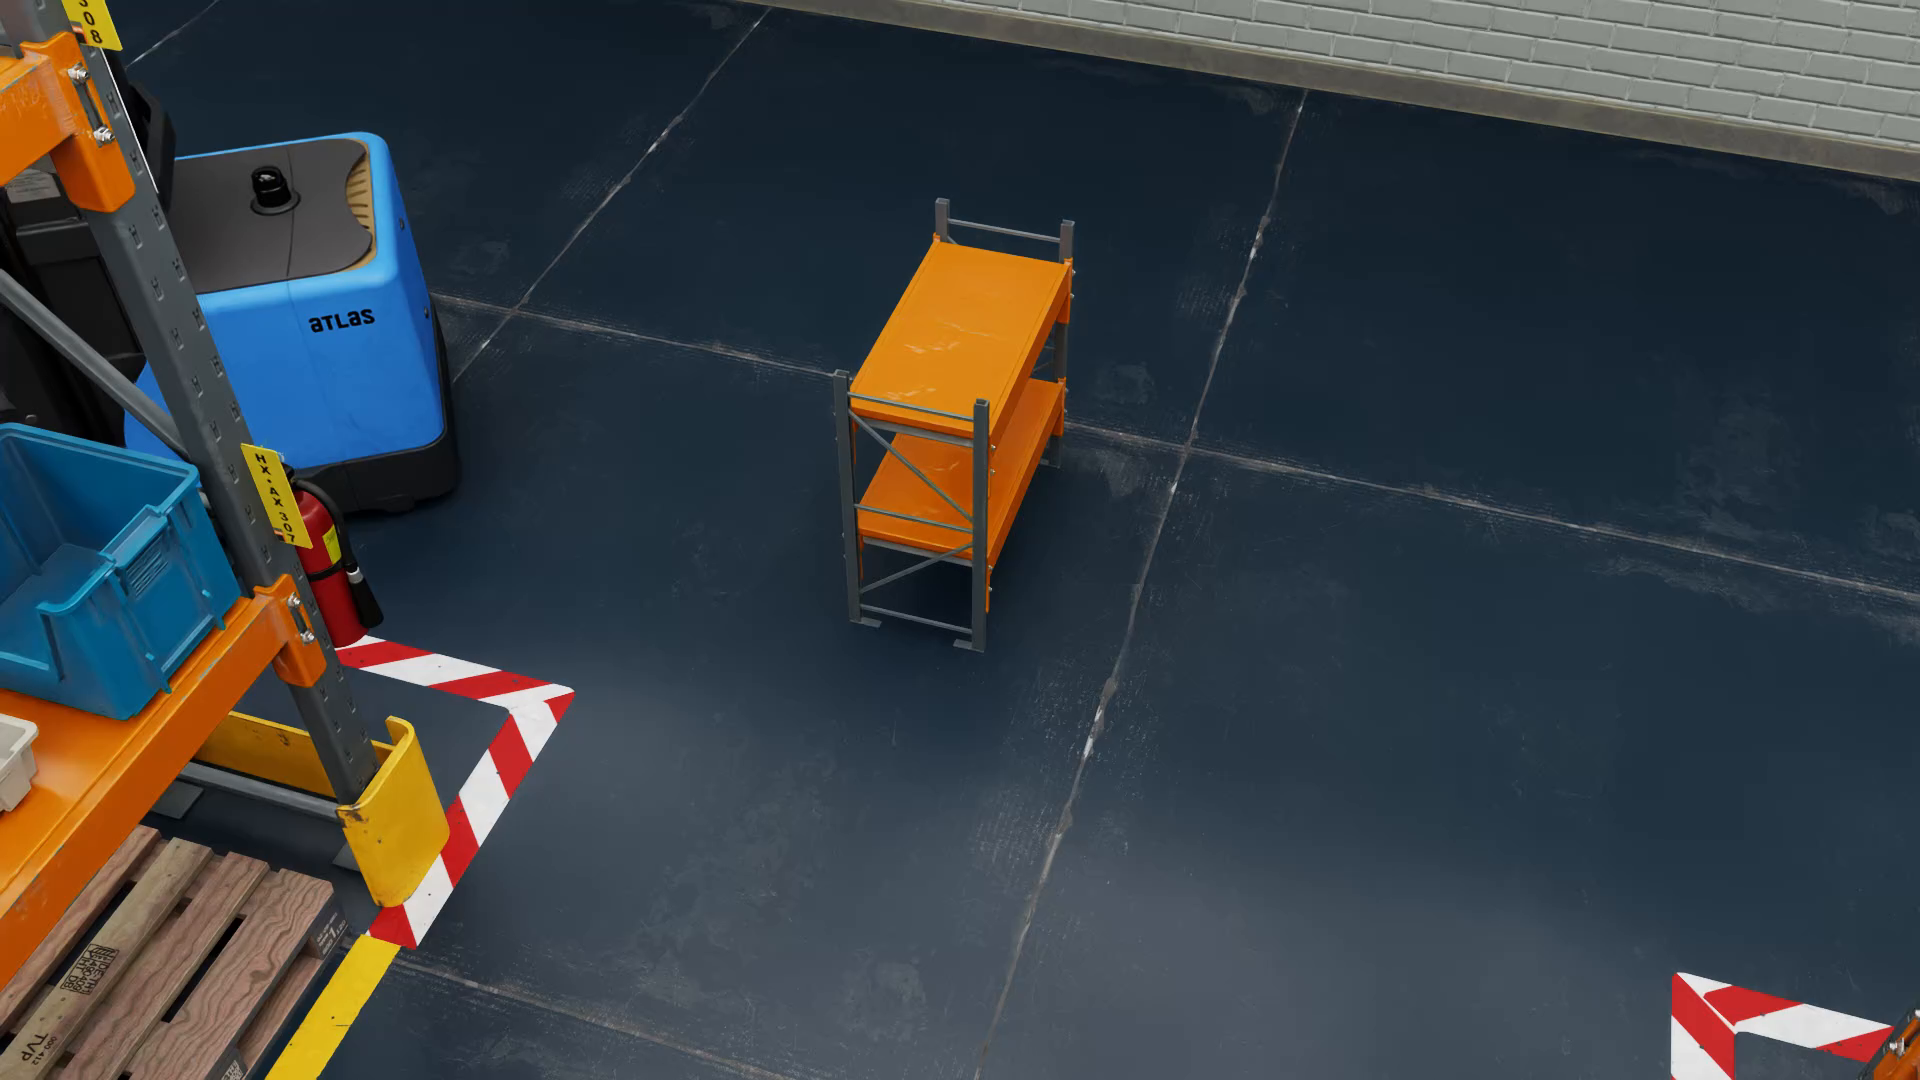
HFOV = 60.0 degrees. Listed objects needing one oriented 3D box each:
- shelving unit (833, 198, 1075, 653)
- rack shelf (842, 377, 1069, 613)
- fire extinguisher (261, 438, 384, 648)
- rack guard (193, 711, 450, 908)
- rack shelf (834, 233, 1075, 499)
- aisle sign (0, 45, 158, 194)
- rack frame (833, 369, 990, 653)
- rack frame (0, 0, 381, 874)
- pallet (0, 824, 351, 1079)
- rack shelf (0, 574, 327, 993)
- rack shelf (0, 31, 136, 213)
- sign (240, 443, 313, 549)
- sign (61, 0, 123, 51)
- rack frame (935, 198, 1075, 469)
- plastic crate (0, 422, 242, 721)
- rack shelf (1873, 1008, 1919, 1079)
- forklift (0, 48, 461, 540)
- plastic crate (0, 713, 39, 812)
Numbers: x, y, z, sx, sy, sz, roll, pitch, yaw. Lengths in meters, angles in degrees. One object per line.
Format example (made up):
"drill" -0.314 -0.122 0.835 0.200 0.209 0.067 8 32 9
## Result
"shelving unit" 0.002 -0.407 5.861 0.538 1.125 1.048 13 46 13
"rack shelf" 0.002 -0.232 6.032 0.538 0.278 1.000 13 46 13
"fire extinguisher" -1.732 0.004 4.423 0.296 0.674 0.183 13 46 13
"rack guard" -2.216 0.722 5.155 1.175 0.500 0.348 13 46 13
"rack shelf" 0.002 -0.616 5.656 0.538 0.278 1.000 13 46 13
"aisle sign" -1.910 -1.068 3.338 0.394 0.787 0.004 13 46 13
"rack frame" -0.152 -0.068 5.515 0.500 1.125 0.032 13 46 13
"rack frame" -2.211 -0.153 4.261 1.000 3.000 0.127 13 46 13
"pallet" -2.497 1.386 4.683 1.003 0.211 1.213 13 46 13
"rack shelf" -2.816 1.438 3.151 1.077 0.370 4.000 13 46 13
"rack shelf" -2.816 0.366 2.101 1.077 0.370 4.000 13 46 13
"sign" -1.682 -0.105 4.096 0.100 0.325 0.005 13 46 13
"sign" -1.682 -1.082 3.141 0.100 0.325 0.005 13 46 13
"rack frame" 0.156 -0.745 6.207 0.500 1.125 0.032 13 46 13
"plastic crate" -2.134 0.076 3.959 0.616 0.435 0.499 13 46 13
"rack shelf" 1.904 2.487 2.078 1.077 0.370 4.000 13 46 13
"forklift" -3.495 -1.233 5.415 3.031 2.935 1.130 -12 46 -12
"plastic crate" -2.285 0.502 3.738 0.396 0.136 0.243 13 46 13
